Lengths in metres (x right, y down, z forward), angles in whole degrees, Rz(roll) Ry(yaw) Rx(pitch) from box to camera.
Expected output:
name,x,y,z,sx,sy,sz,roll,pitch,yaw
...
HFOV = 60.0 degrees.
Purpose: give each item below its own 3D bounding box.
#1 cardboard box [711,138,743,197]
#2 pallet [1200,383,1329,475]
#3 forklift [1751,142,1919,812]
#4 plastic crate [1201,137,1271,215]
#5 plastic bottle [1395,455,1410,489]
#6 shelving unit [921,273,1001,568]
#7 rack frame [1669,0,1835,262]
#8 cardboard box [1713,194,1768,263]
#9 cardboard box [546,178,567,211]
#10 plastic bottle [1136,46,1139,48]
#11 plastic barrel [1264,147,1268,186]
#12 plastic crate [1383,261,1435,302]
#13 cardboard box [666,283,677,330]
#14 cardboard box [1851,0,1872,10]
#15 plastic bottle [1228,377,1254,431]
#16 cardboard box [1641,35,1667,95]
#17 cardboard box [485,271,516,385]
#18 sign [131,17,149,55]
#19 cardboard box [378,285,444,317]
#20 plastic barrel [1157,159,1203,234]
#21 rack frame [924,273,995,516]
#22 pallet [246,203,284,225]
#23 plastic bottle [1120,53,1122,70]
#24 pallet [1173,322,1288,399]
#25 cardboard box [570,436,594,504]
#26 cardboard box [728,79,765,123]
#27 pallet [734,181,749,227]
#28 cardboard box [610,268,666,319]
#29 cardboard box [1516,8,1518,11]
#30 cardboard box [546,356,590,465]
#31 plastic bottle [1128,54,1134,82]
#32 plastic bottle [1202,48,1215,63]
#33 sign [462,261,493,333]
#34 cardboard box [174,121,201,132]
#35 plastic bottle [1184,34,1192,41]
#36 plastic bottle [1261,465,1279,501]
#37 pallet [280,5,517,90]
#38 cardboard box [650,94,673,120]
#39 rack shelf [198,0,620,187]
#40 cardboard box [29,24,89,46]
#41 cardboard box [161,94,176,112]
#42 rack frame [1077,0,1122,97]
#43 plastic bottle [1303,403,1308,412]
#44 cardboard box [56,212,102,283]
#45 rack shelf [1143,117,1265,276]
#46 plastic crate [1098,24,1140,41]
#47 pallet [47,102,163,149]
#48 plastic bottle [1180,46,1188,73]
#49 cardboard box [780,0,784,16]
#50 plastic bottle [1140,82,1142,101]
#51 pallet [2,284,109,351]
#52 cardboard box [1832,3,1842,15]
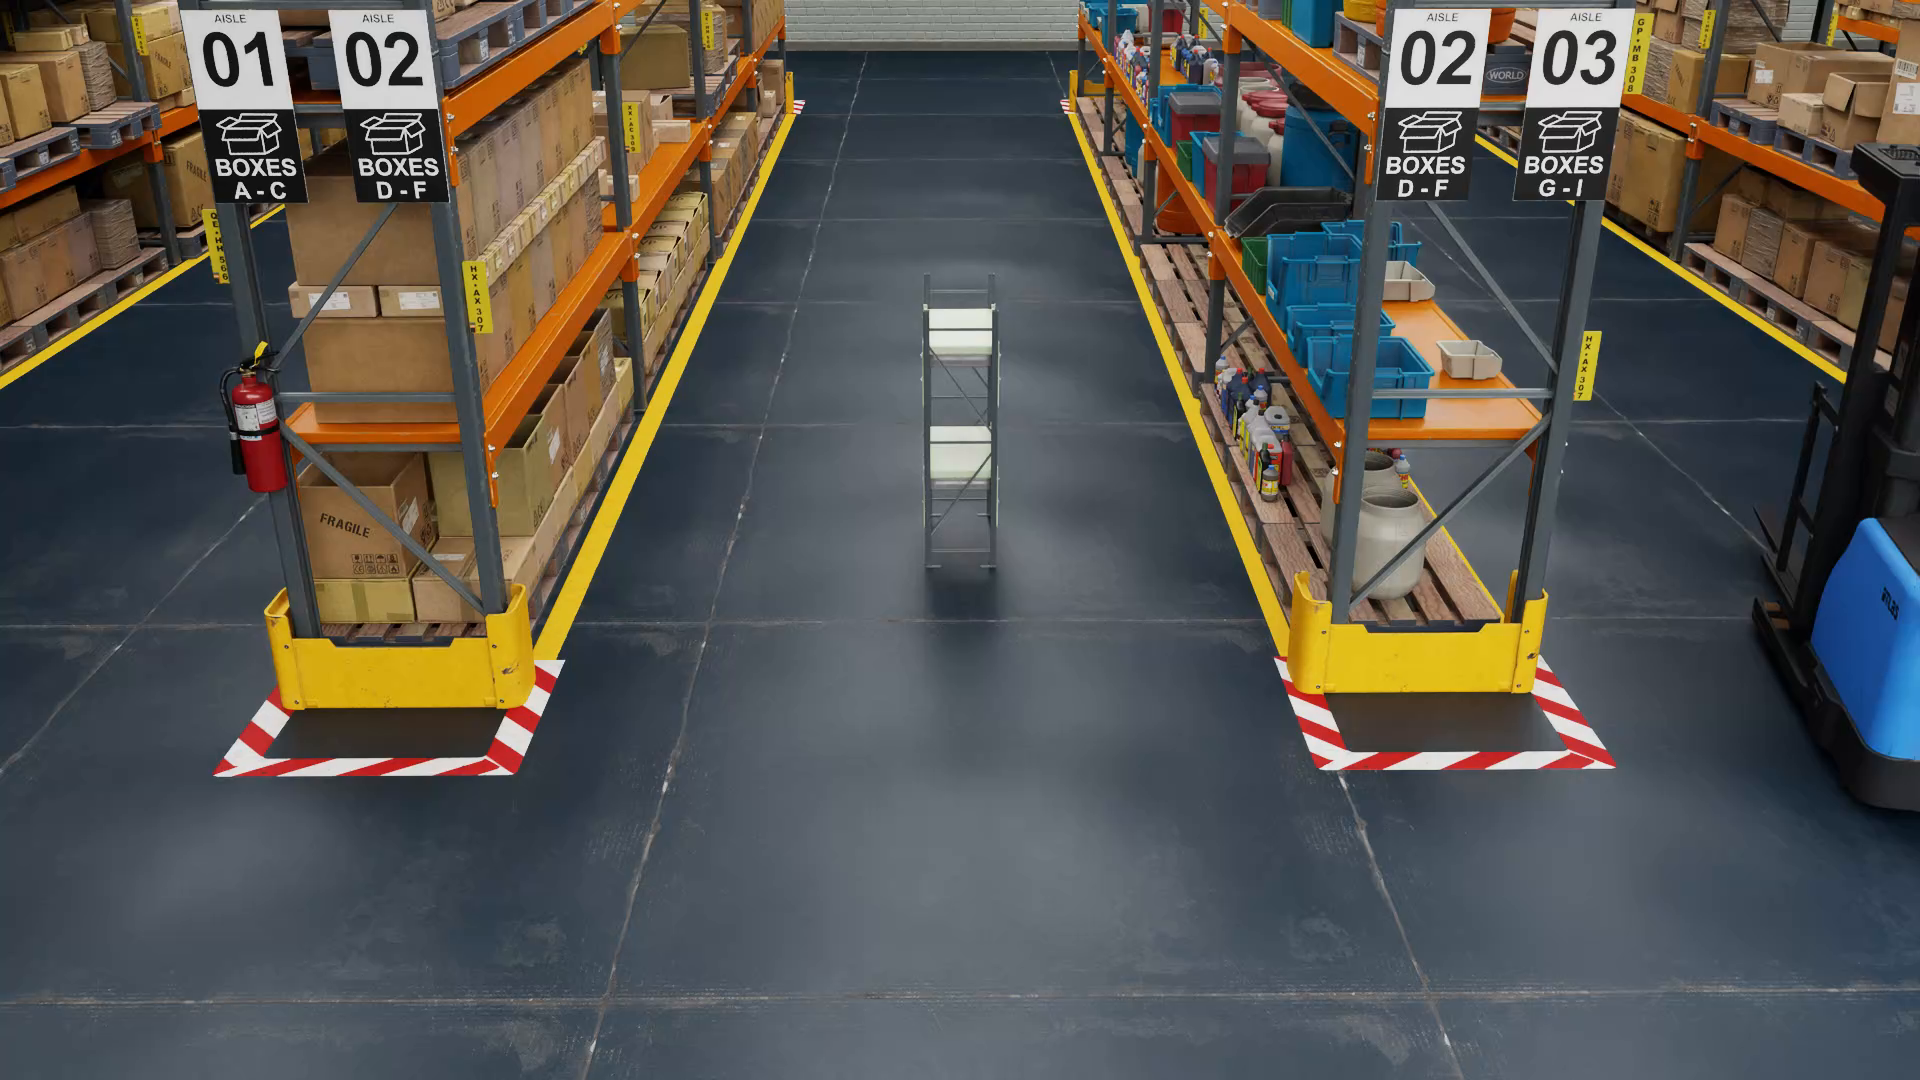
name,x,y,z,sx,sy,sz,roll,pitch,yaw
cardboard box,-2.509,-3.823,17.062,0.500,0.500,0.500,-1,24,-2
pallet,2.195,-0.760,11.174,1.003,0.211,1.213,0,24,-1
forklift,4.645,-0.707,7.757,1.130,2.935,3.031,5,25,11
plastic crate,1.918,-2.535,11.637,0.402,0.464,0.583,0,24,-1
plastic bottle,2.565,-0.365,9.694,0.097,0.271,0.097,0,24,0
shelving unit,0.000,-0.681,9.435,0.431,1.500,0.755,0,24,-1
rack frame,7.139,-3.978,14.905,1.000,3.000,0.127,0,24,-1
cardboard box,7.166,-2.763,14.719,0.700,0.500,0.500,-2,24,-3
cardboard box,-2.494,-1.993,9.609,0.380,0.149,0.250,0,24,1
plastic bottle,1.895,-5.178,17.801,0.097,0.201,0.097,0,24,0
plastic barrel,2.369,-2.790,12.447,0.301,0.262,0.301,0,24,0
plastic crate,2.501,-1.519,9.789,0.530,0.136,0.437,0,24,-1
cardboard box,-2.493,-1.817,12.953,0.500,0.250,0.500,-1,24,-2
cardboard box,11.772,-7.029,21.170,0.500,0.500,0.500,0,24,0
plastic bottle,1.825,-0.889,10.755,0.144,0.351,0.185,-1,24,-3
cardboard box,6.877,-4.645,16.259,0.500,0.500,0.500,-1,24,-2
cardboard box,-2.683,-1.093,8.405,0.700,0.500,0.500,0,24,1
sign,-7.178,-4.409,14.549,0.100,0.325,0.005,0,24,-1
cardboard box,-2.469,-1.142,7.727,0.380,0.149,0.250,0,24,-1
plastic barrel,2.164,-3.360,15.662,0.600,0.830,0.708,0,24,-1
rack frame,-0.004,-0.831,9.768,0.400,1.500,0.023,0,24,-1
pallet,-7.664,-3.467,17.160,1.003,0.211,1.213,0,24,-1
plastic bottle,1.745,-5.082,17.588,0.097,0.201,0.097,0,24,0
pallet,2.182,-1.360,12.501,1.003,0.211,1.213,0,24,-1
cardboard box,-2.478,-0.417,9.859,0.500,0.250,0.500,0,24,-1
cardboard box,-2.836,-5.420,20.590,0.797,0.503,0.637,0,24,-1
pallet,-2.748,-3.474,17.174,1.003,0.211,1.213,0,24,-1
cardboard box,-2.479,-1.858,12.365,0.500,0.311,0.500,-1,24,-1
cardboard box,6.814,-6.298,19.855,0.500,0.250,0.500,0,24,1
cardboard box,-2.477,-0.759,9.704,0.500,0.500,0.500,0,24,-1
plastic bottle,1.754,-4.788,16.852,0.097,0.271,0.097,0,24,0
plastic bottle,2.492,-4.750,16.673,0.144,0.351,0.185,0,24,-1
sign,-2.125,-1.069,7.327,0.100,0.325,0.005,0,24,-1
cardboard box,-7.601,-3.788,16.583,0.750,0.750,0.750,0,24,-1
plastic bottle,2.470,-5.386,18.170,0.152,0.276,0.135,0,24,-1
plastic bottle,1.815,-0.339,9.722,0.097,0.201,0.097,0,24,0
pallet,-2.662,-2.256,7.566,1.003,0.211,1.213,0,24,-1
cardboard box,-2.807,-3.744,14.497,0.500,0.311,0.500,1,24,3
rack shelf,-2.702,-2.501,8.874,1.077,0.370,4.000,0,24,-1
cardboard box,-7.687,-4.311,14.199,0.380,0.149,0.250,-3,25,-7
cardboard box,-7.487,-4.046,15.337,0.380,0.149,0.250,0,24,0
rack frame,2.099,-7.252,22.145,1.000,3.000,0.127,0,24,-1
plastic bottle,2.381,-1.036,11.081,0.144,0.351,0.185,0,24,-1
cardboard box,-7.771,-2.463,14.056,0.700,0.500,0.500,0,24,-1
rack shelf,2.208,-2.804,13.182,1.077,0.370,4.000,0,24,-1
plastic crate,1.861,-5.966,19.562,0.437,0.125,0.590,0,24,-1
pallet,-7.606,-3.530,14.149,1.213,0.211,1.003,0,24,-1
plastic bottle,2.355,-5.018,17.360,0.097,0.271,0.097,0,24,0
cardboard box,-2.577,-7.094,21.673,0.500,0.500,0.500,0,24,1
plastic bottle,1.766,-4.293,15.843,0.097,0.201,0.097,0,24,0
pallet,-7.703,-1.817,13.511,1.003,0.211,1.213,0,24,-1
cardboard box,11.688,-7.006,21.905,0.380,0.149,0.250,0,24,-1
